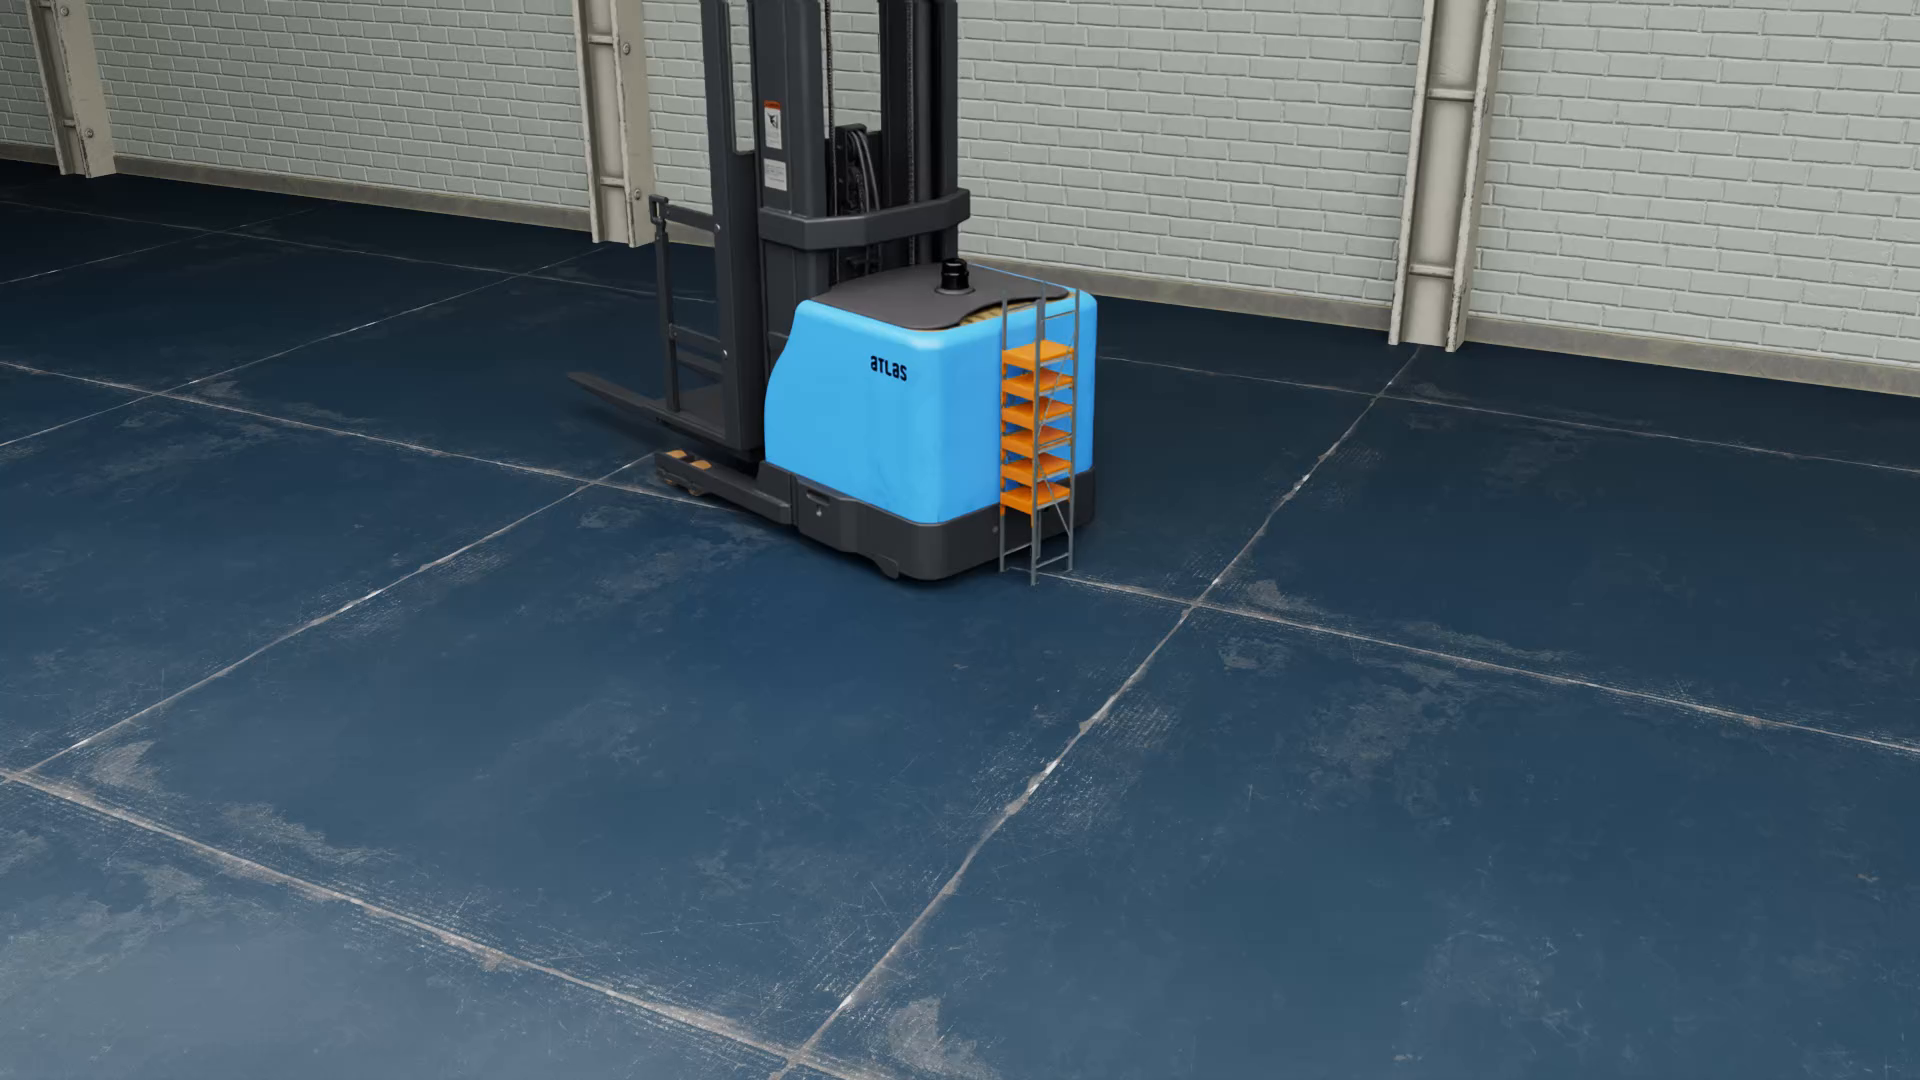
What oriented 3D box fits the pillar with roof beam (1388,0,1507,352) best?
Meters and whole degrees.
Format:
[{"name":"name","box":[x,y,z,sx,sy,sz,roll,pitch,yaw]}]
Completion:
[{"name":"pillar with roof beam","box":[0.885,-3.841,4.783,0.400,9.000,9.100,11,25,25]}]

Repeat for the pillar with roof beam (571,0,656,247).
[{"name":"pillar with roof beam","box":[-4.469,-4.900,7.275,0.400,9.000,9.100,11,25,25]}]

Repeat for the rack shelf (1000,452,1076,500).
[{"name":"rack shelf","box":[0.316,-0.267,6.766,0.258,0.103,0.180,-20,30,-39]}]

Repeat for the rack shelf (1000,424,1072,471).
[{"name":"rack shelf","box":[0.316,-0.378,6.719,0.258,0.103,0.180,-20,30,-39]}]

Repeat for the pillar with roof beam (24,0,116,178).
[{"name":"pillar with roof beam","box":[-9.824,-5.960,9.766,0.400,9.000,9.100,11,25,25]}]

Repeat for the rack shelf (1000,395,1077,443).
[{"name":"rack shelf","box":[0.316,-0.488,6.672,0.258,0.103,0.180,-20,30,-39]}]

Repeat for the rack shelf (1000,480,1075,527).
[{"name":"rack shelf","box":[0.316,-0.157,6.813,0.258,0.103,0.180,-20,30,-39]}]

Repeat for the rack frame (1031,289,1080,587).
[{"name":"rack frame","box":[0.379,-0.393,6.640,0.240,1.200,0.006,-20,30,-39]}]

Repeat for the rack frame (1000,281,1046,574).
[{"name":"rack frame","box":[0.253,-0.445,6.762,0.240,1.200,0.006,-20,30,-39]}]

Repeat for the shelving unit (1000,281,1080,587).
[{"name":"shelving unit","box":[0.316,-0.419,6.701,0.258,1.200,0.189,-20,30,-39]}]

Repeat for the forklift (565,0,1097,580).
[{"name":"forklift","box":[-0.790,-1.674,7.442,1.130,2.935,3.031,-20,30,-39]}]

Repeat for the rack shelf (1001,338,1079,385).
[{"name":"rack shelf","box":[0.316,-0.709,6.578,0.258,0.103,0.180,-20,30,-39]}]

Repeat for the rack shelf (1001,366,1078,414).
[{"name":"rack shelf","box":[0.316,-0.599,6.625,0.258,0.103,0.180,-20,30,-39]}]
